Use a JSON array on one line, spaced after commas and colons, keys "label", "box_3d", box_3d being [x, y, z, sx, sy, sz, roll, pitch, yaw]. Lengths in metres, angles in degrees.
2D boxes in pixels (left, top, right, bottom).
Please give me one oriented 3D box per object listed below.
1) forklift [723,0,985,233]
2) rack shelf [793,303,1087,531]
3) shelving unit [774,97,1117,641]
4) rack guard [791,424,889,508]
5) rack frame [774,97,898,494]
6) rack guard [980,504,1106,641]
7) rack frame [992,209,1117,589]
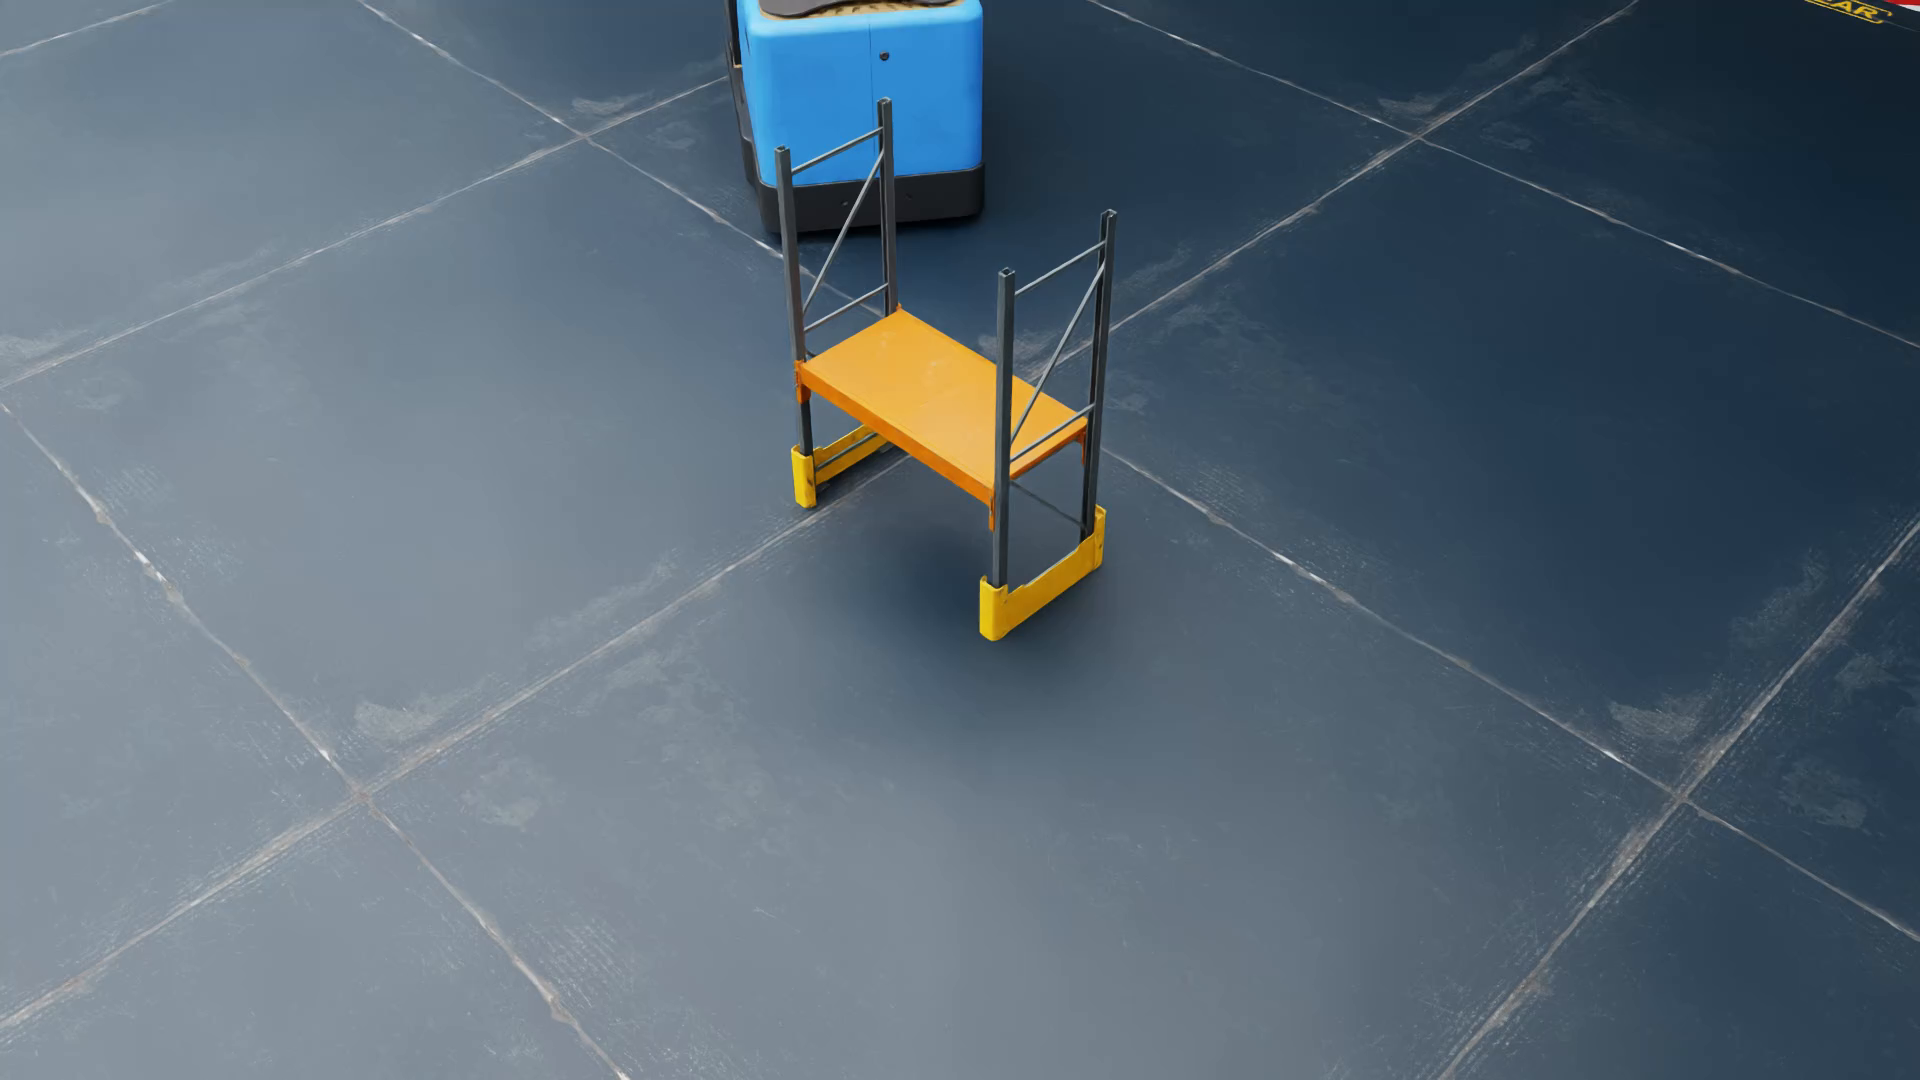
[{"label": "forklift", "box_3d": [-0.656, -3.500, 7.878, 1.130, 2.935, 3.031, -7, 43, -8]}, {"label": "rack shelf", "box_3d": [-0.060, -0.460, 5.907, 0.538, 0.185, 1.000, -34, 53, -31]}, {"label": "shelving unit", "box_3d": [-0.054, -0.587, 5.781, 0.587, 1.500, 1.083, -34, 53, -31]}, {"label": "rack guard", "box_3d": [-0.406, -0.368, 6.464, 0.587, 0.250, 0.087, -34, 53, -31]}, {"label": "rack frame", "box_3d": [-0.419, -0.836, 6.050, 0.500, 1.500, 0.032, -34, 53, -31]}, {"label": "rack guard", "box_3d": [0.298, 0.111, 5.946, 0.587, 0.250, 0.087, -34, 53, -31]}, {"label": "rack frame", "box_3d": [0.299, -0.348, 5.521, 0.500, 1.500, 0.032, -34, 53, -31]}]
